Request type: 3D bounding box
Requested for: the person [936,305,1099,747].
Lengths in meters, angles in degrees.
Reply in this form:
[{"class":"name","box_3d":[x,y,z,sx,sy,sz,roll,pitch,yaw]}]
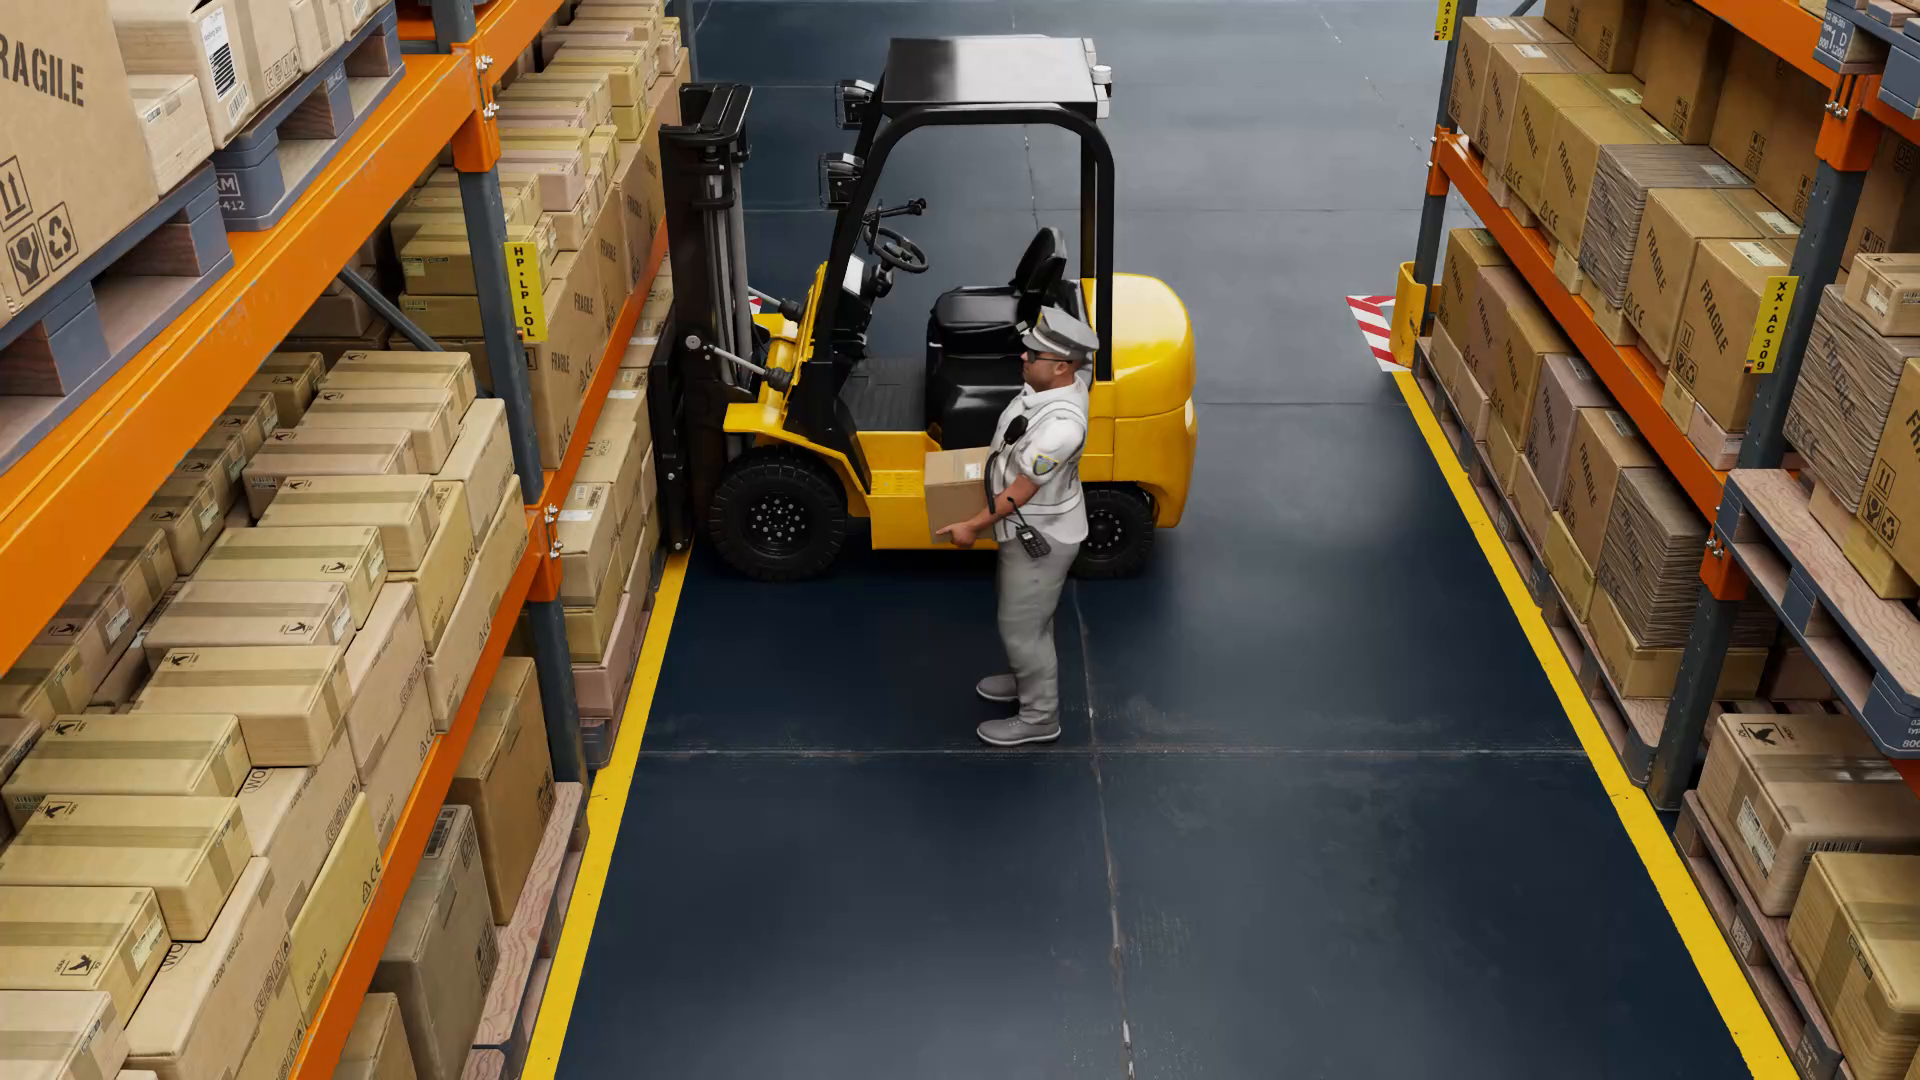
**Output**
[{"class":"person","box_3d":[0.198,-0.045,6.184,0.573,1.767,0.493,0,31,0]}]
